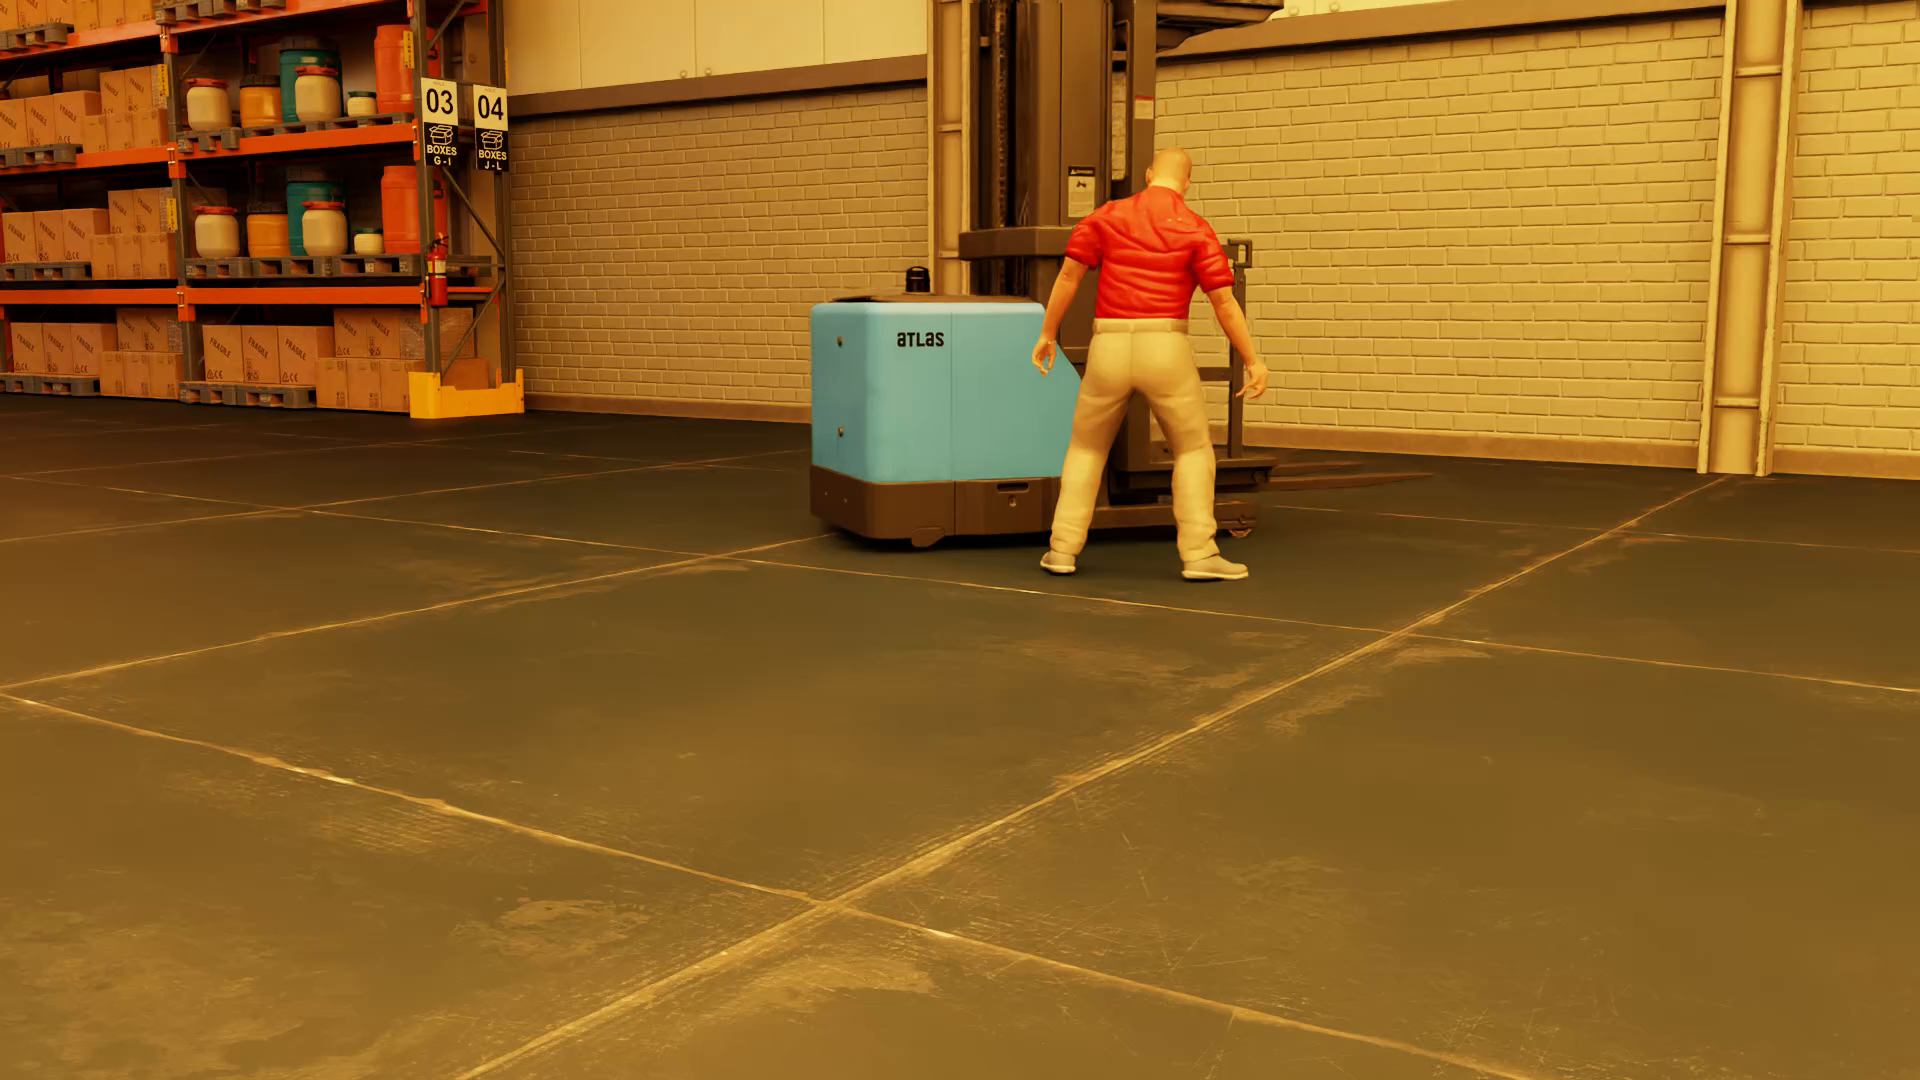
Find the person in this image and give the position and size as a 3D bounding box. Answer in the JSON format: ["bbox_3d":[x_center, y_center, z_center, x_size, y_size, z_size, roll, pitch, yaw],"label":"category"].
[{"bbox_3d":[0.739,-0.688,6.534,0.914,1.682,0.371,3,9,19],"label":"person"}]

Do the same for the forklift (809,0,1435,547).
[{"bbox_3d":[0.848,-1.525,7.916,3.031,2.935,1.130,-3,9,-21],"label":"forklift"}]
